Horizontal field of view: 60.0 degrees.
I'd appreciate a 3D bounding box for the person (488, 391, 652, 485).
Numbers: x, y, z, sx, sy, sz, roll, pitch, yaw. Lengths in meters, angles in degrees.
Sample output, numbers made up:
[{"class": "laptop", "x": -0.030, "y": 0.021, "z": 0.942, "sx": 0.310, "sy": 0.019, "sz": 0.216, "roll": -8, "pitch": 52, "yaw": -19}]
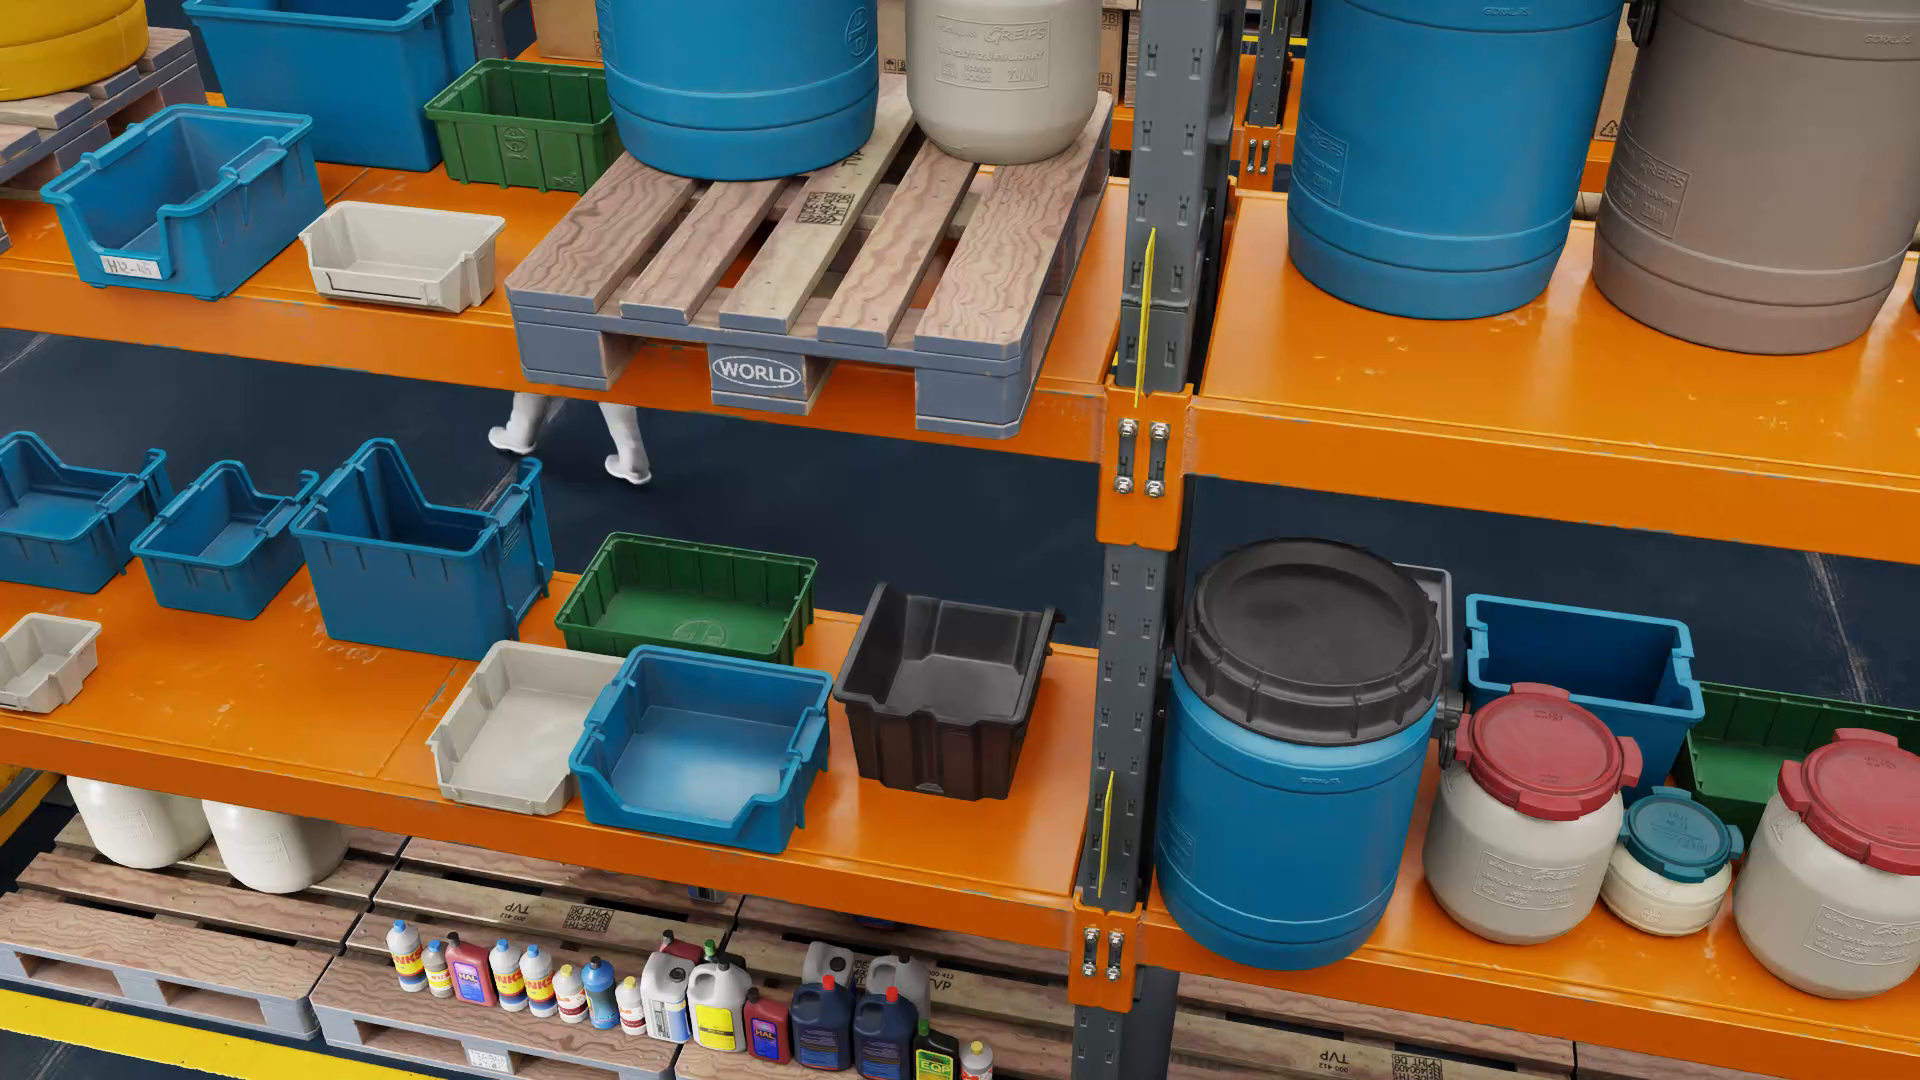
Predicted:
[{"class": "person", "x": -1.841, "y": -1.062, "z": 7.523, "sx": 0.918, "sy": 1.647, "sz": 0.454, "roll": 26, "pitch": 44, "yaw": 30}]
